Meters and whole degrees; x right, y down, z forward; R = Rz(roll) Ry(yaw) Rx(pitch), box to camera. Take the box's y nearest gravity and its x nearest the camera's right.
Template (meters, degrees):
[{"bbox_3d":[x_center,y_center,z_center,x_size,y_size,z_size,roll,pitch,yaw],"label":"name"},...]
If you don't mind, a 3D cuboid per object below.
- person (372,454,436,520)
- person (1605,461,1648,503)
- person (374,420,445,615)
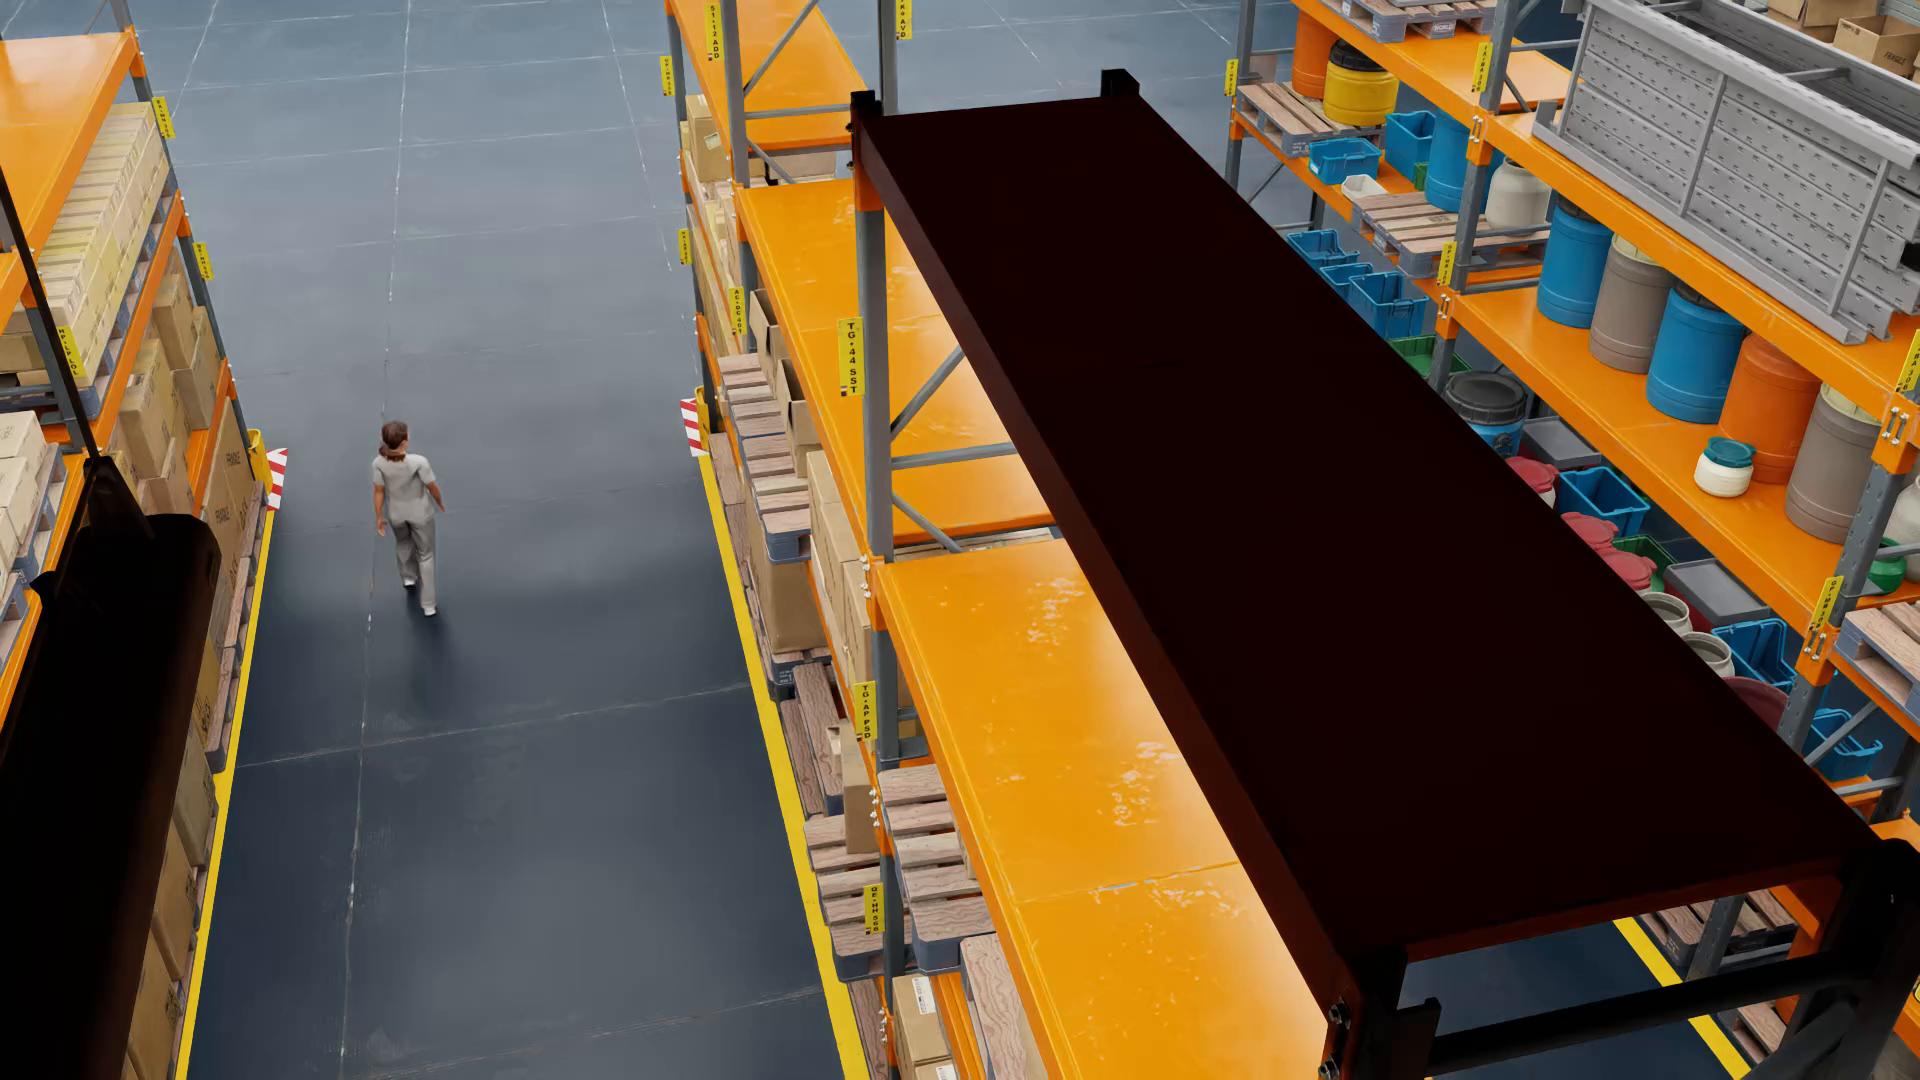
[{"bbox_3d":[3.526,3.602,7.349,19.756,1.666,7.666,12,36,17],"label":"person"},{"bbox_3d":[8.606,3.044,8.105,5.233,1.813,15.748,-24,41,-31],"label":"person"},{"bbox_3d":[-4.280,-0.241,12.984,0.553,1.682,0.640,1,34,1],"label":"person"}]
